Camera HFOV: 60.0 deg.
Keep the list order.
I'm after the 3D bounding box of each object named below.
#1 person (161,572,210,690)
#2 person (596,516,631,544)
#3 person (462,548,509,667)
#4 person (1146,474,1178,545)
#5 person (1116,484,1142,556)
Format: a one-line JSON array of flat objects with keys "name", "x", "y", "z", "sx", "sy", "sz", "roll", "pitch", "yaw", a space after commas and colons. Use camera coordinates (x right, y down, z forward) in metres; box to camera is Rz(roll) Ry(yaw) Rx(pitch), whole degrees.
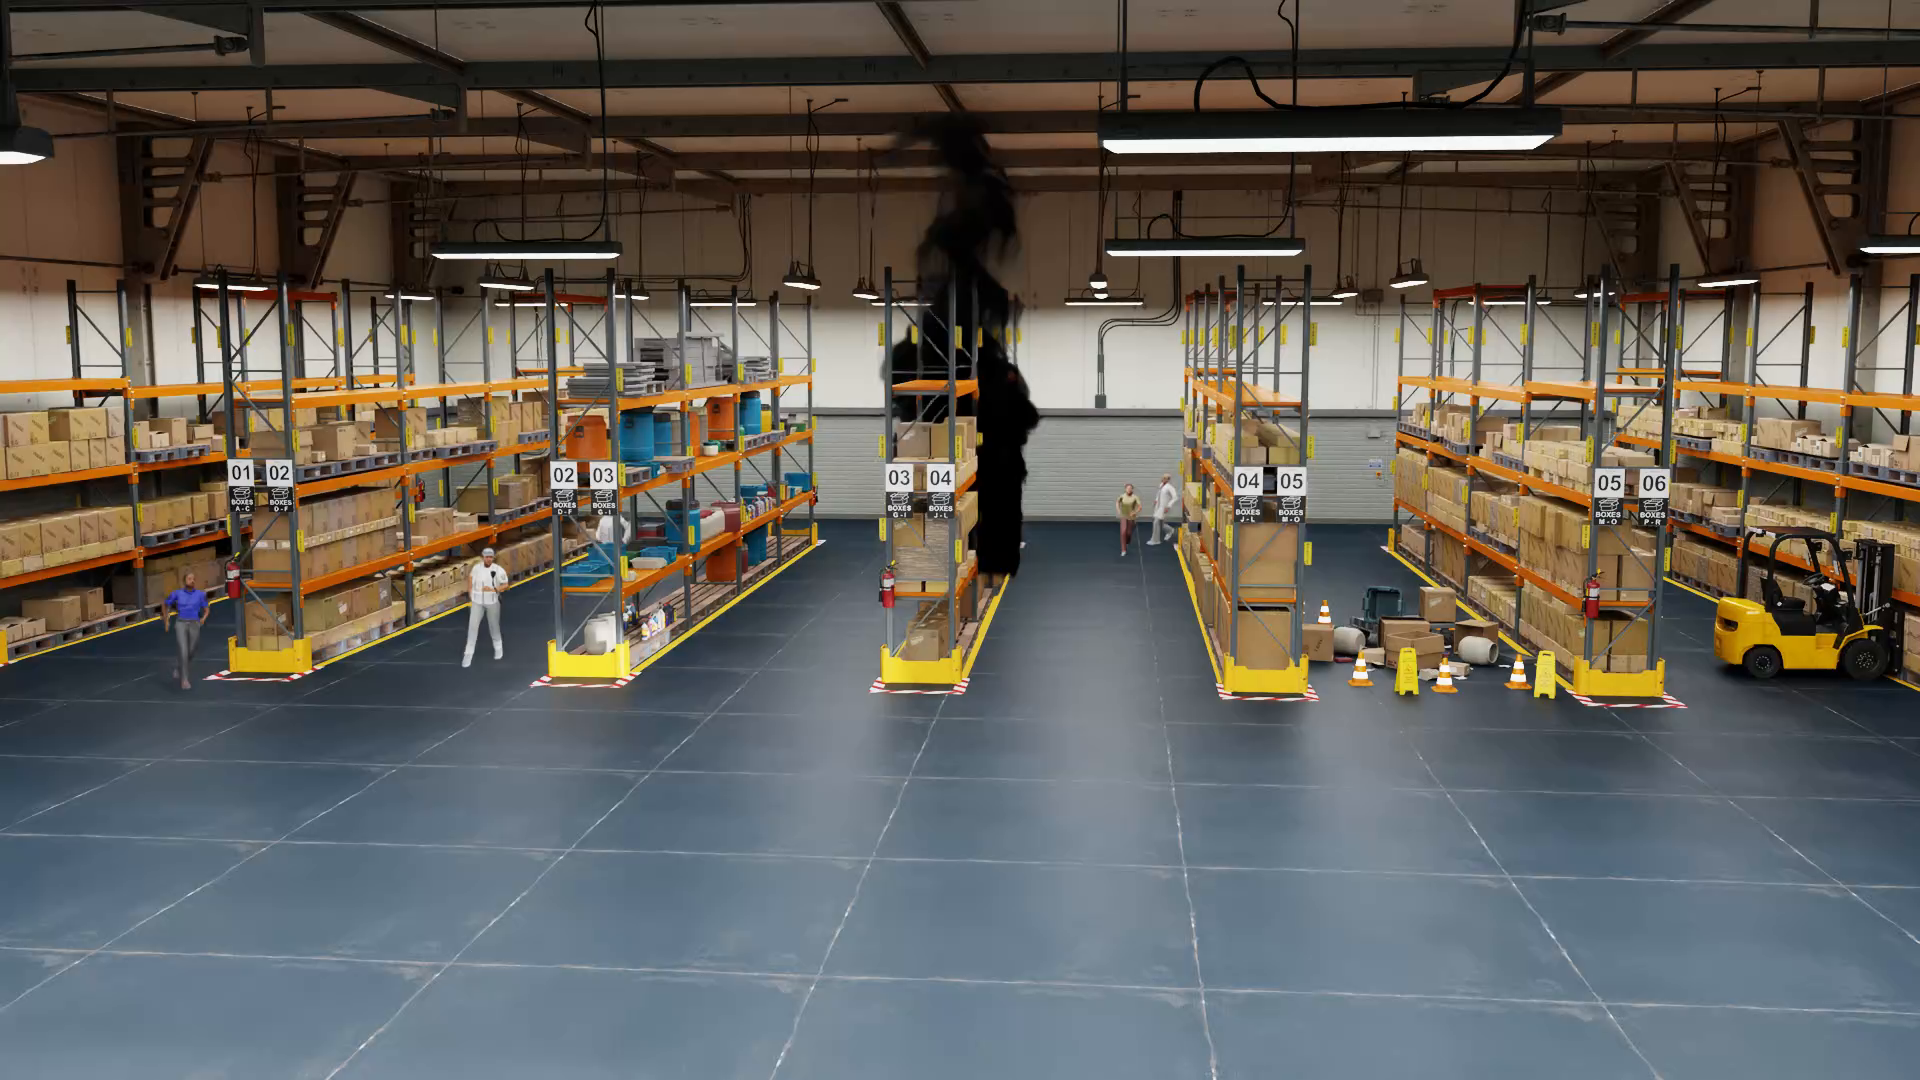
[{"name": "person", "x": -11.174, "y": 1.298, "z": 24.074, "sx": 0.621, "sy": 1.630, "sz": 0.758, "roll": -5, "pitch": 9, "yaw": -37}, {"name": "person", "x": -6.494, "y": 0.113, "z": 31.010, "sx": 0.630, "sy": 1.662, "sz": 0.852, "roll": 1, "pitch": 7, "yaw": 6}, {"name": "person", "x": -6.931, "y": 0.954, "z": 24.383, "sx": 0.633, "sy": 1.683, "sz": 0.879, "roll": 0, "pitch": 7, "yaw": -4}, {"name": "person", "x": 4.984, "y": -0.745, "z": 40.243, "sx": 0.832, "sy": 1.738, "sz": 0.764, "roll": -3, "pitch": 8, "yaw": -24}, {"name": "person", "x": 3.918, "y": -0.488, "z": 38.644, "sx": 0.605, "sy": 1.670, "sz": 0.855, "roll": 1, "pitch": 7, "yaw": 10}]
